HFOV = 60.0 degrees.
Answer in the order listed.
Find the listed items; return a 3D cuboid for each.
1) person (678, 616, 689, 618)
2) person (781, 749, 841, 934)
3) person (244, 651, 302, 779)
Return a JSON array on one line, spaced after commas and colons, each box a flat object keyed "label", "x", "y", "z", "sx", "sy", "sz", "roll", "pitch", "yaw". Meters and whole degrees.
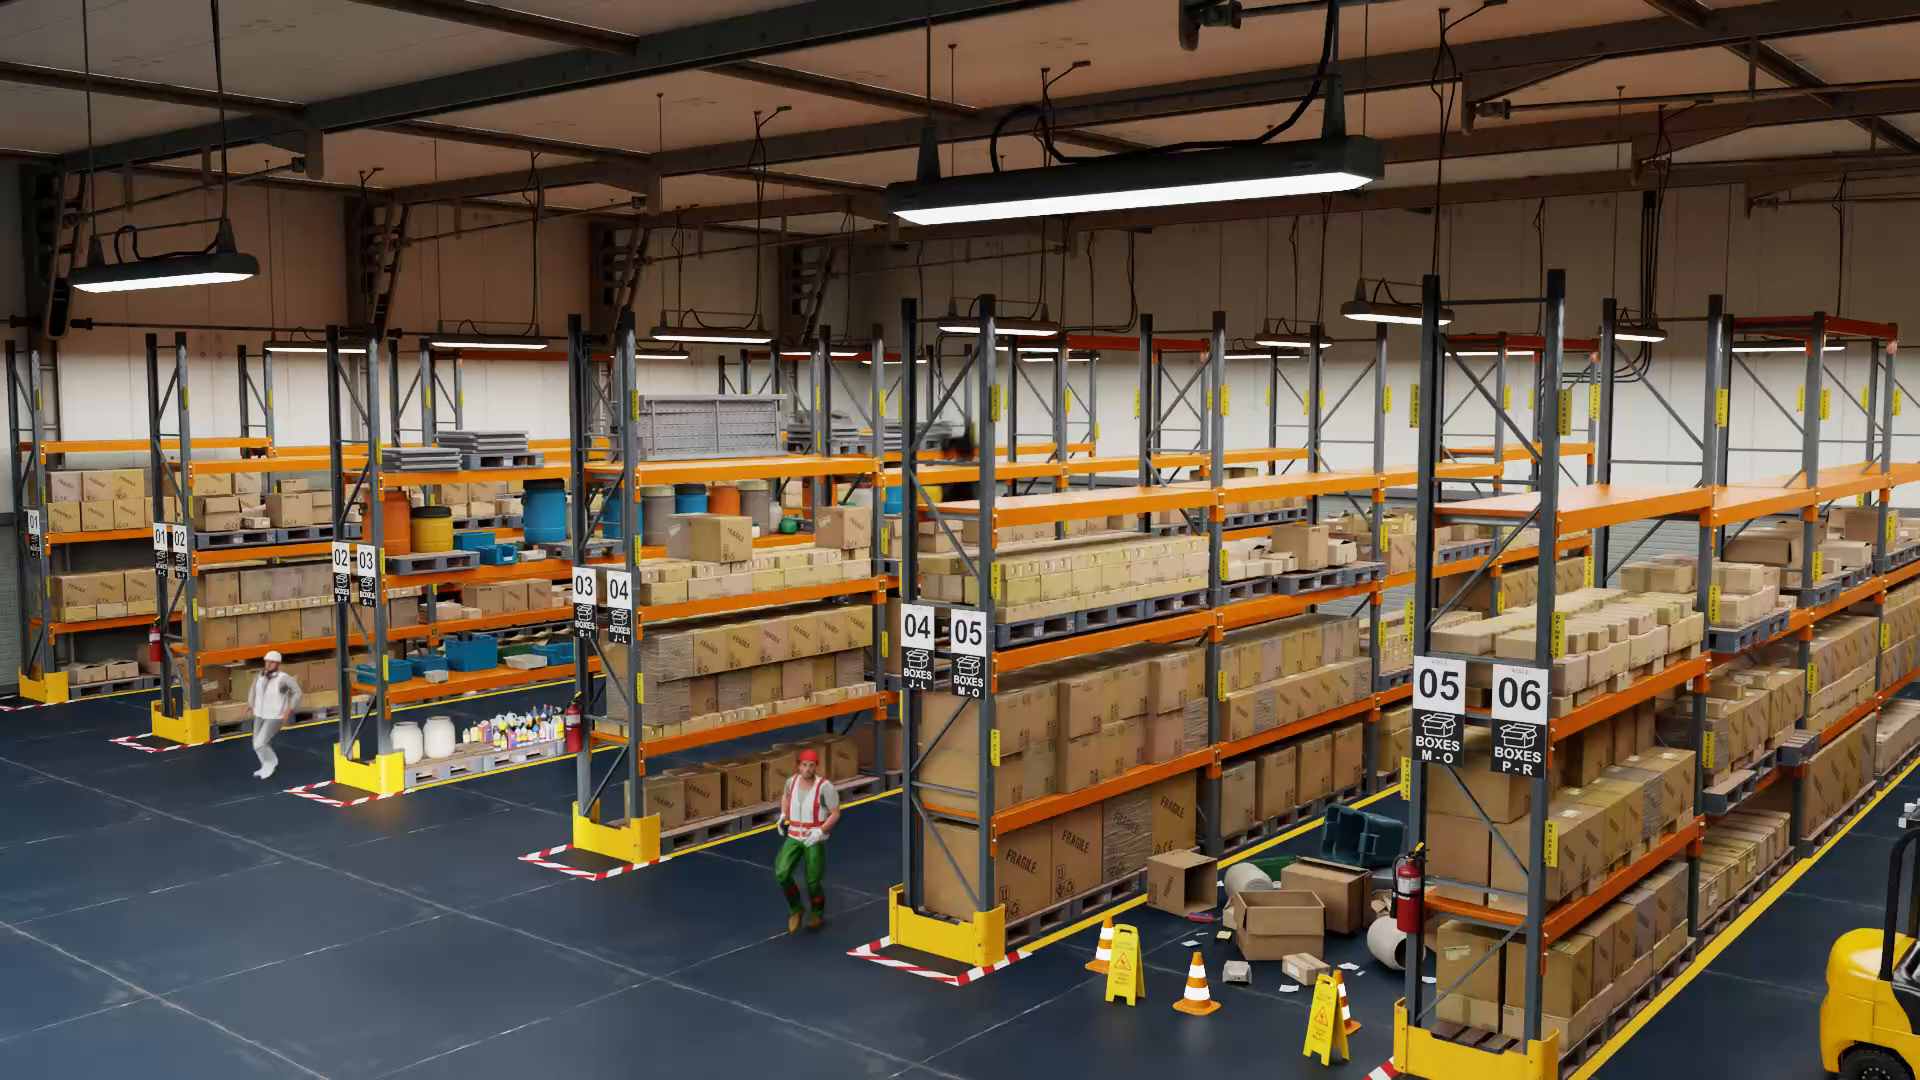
[{"label": "person", "x": -4.888, "y": 1.388, "z": 28.606, "sx": 0.578, "sy": 0.509, "sz": 0.425, "roll": 2, "pitch": 6, "yaw": 25}, {"label": "person", "x": -1.453, "y": 2.857, "z": 15.868, "sx": 0.674, "sy": 1.762, "sz": 0.528, "roll": 2, "pitch": 5, "yaw": 20}, {"label": "person", "x": -9.148, "y": 2.320, "z": 22.030, "sx": 0.713, "sy": 1.714, "sz": 0.598, "roll": 2, "pitch": 5, "yaw": 19}]
